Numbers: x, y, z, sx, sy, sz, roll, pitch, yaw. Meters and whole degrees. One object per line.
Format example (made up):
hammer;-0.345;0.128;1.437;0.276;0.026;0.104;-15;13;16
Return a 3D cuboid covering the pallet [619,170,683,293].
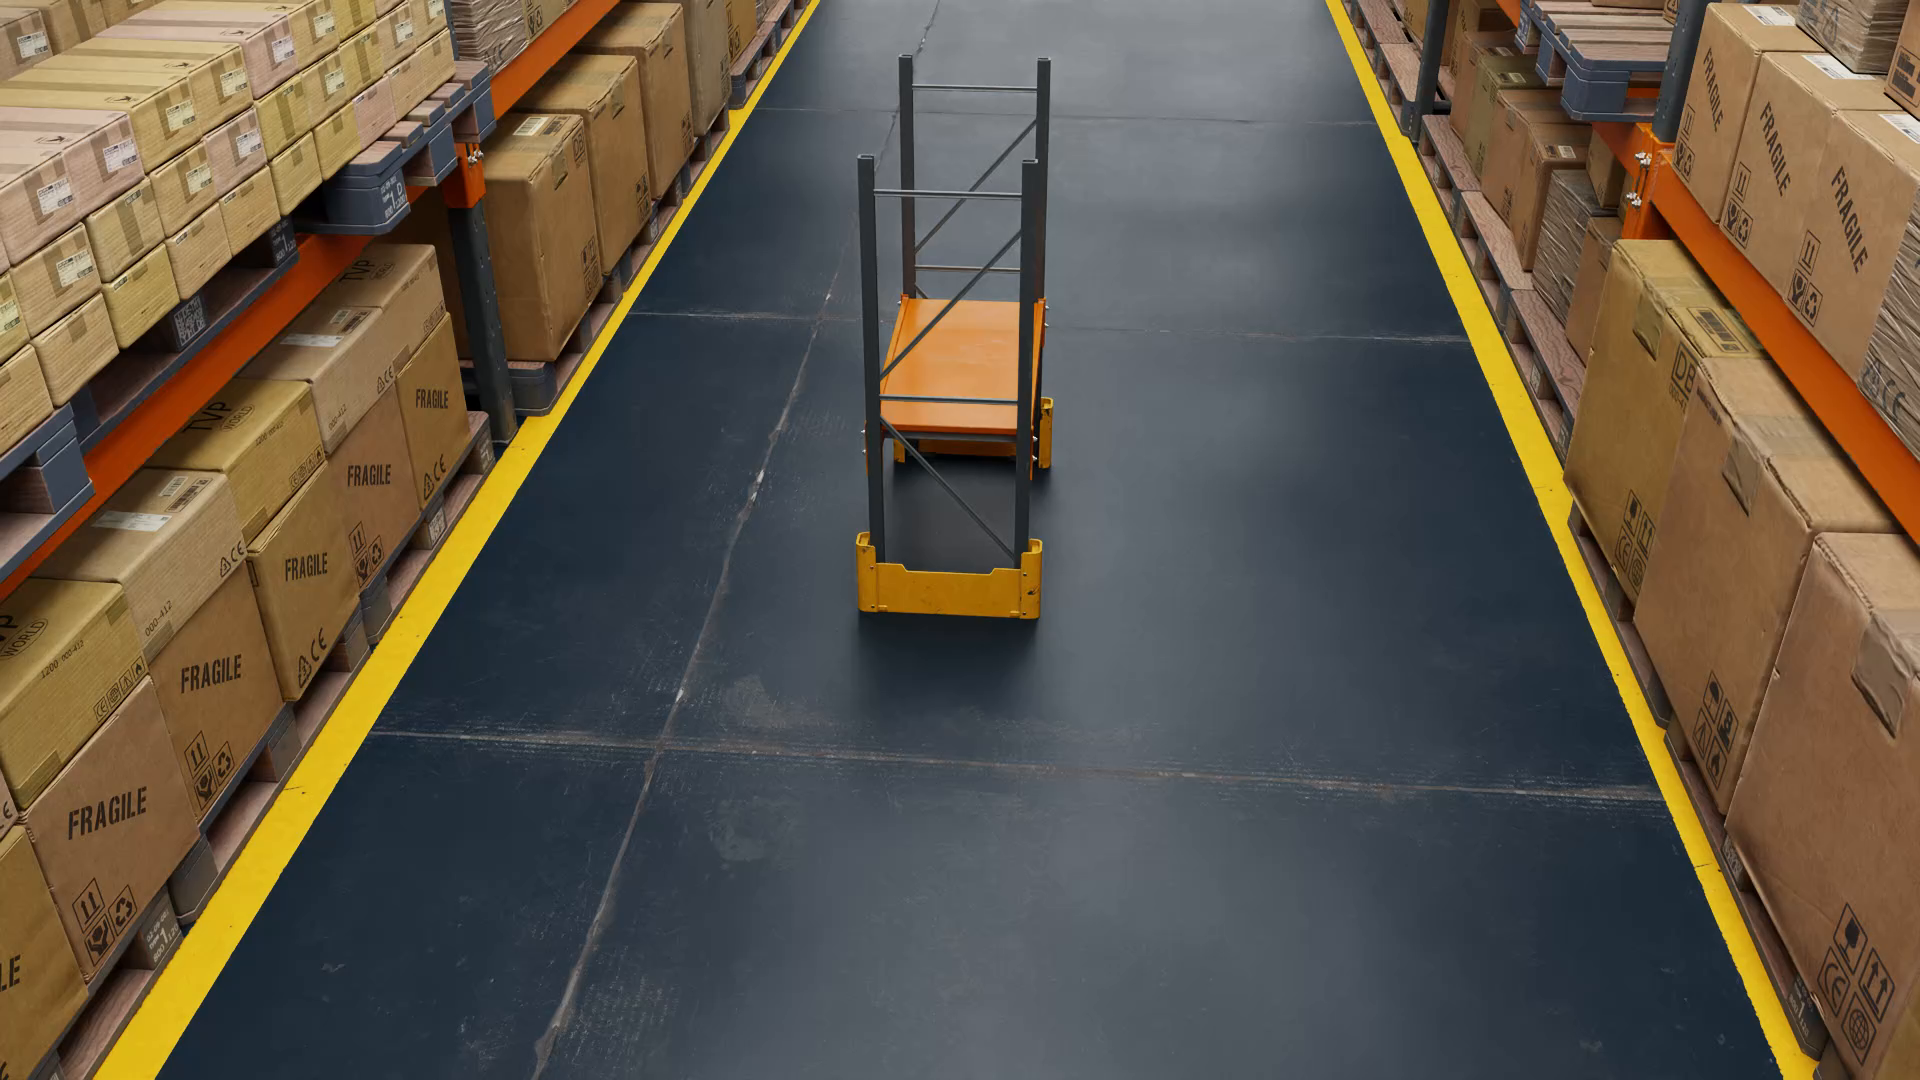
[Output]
pallet;-1.969;-1.544;8.055;1.003;0.211;1.213;2;32;4

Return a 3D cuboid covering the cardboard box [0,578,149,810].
cardboard box;-2.171;0.318;3.643;0.500;0.250;0.500;3;32;5

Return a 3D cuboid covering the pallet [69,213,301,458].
pallet;-2.330;-0.568;3.995;1.003;0.211;1.213;2;32;4

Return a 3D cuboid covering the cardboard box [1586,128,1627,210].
cardboard box;2.783;-1.493;6.563;0.500;0.250;0.500;6;32;10

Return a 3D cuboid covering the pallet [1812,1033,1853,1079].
pallet;2.387;1.450;3.195;1.003;0.211;1.213;2;32;4

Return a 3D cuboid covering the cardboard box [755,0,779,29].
cardboard box;-1.694;-3.850;10.762;0.875;0.875;0.875;3;32;4

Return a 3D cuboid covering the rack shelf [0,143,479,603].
rack shelf;-2.373;-0.334;4.119;1.077;0.370;4.000;2;32;4

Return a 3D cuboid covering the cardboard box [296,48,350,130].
cardboard box;-1.856;-1.199;4.392;0.380;0.149;0.250;3;32;4

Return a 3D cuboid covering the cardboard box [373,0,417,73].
cardboard box;-1.817;-1.467;4.828;0.380;0.149;0.250;4;32;6

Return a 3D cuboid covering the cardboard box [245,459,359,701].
cardboard box;-2.076;0.103;4.706;0.500;0.500;0.500;1;32;2

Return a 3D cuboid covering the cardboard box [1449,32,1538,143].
cardboard box;2.979;-2.316;8.613;0.700;0.500;0.500;0;32;0

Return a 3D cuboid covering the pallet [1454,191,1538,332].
pallet;2.892;-1.279;7.625;1.003;0.211;1.213;2;32;4

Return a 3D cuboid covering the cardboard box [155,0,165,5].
cardboard box;-2.460;-1.637;4.820;0.380;0.149;0.250;2;32;3

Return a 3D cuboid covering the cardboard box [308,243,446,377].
cardboard box;-2.005;-0.751;5.378;0.500;0.250;0.500;2;32;3

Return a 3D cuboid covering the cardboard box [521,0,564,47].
cardboard box;-1.866;-2.218;6.395;0.500;0.500;0.500;2;32;4

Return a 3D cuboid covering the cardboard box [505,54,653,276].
cardboard box;-2.003;-1.679;7.360;1.050;0.750;0.750;3;32;5

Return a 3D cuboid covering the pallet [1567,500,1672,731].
pallet;2.586;0.175;5.266;1.003;0.211;1.213;2;32;4

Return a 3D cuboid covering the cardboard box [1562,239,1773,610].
cardboard box;2.648;-0.336;5.061;1.225;0.875;0.875;1;32;2

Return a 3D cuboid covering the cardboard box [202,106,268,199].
cardboard box;-1.899;-0.932;3.960;0.380;0.149;0.250;3;32;5

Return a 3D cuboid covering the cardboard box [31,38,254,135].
cardboard box;-1.901;-1.059;3.882;0.380;0.149;0.250;4;32;6

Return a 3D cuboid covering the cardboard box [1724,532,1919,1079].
cardboard box;2.504;0.593;3.554;1.225;0.875;0.875;1;32;2

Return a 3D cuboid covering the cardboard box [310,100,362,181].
cardboard box;-1.859;-1.086;4.492;0.380;0.149;0.250;2;32;3

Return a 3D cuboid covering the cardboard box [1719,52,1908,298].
cardboard box;2.375;-0.952;4.340;0.500;0.500;0.500;2;32;3

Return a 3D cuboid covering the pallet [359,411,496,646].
pallet;-2.275;-0.091;5.696;1.003;0.211;1.213;2;32;4

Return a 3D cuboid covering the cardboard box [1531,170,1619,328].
cardboard box;2.792;-1.187;6.779;0.700;0.500;0.500;0;32;0

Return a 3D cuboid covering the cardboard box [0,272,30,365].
cardboard box;-1.985;-0.386;3.073;0.380;0.149;0.250;1;32;2

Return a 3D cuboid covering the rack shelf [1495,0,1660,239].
rack shelf;2.888;-2.161;7.083;1.077;0.370;4.000;2;32;4

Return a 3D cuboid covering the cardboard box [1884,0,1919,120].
cardboard box;2.594;-1.169;3.736;0.797;0.503;0.637;3;32;5

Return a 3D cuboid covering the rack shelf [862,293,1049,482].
rack shelf;0.007;-0.530;5.523;0.538;0.185;1.000;2;32;4

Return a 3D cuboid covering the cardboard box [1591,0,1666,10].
cardboard box;2.675;-2.223;6.003;0.700;0.500;0.500;7;32;11

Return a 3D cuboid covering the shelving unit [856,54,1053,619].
shelving unit;0.006;-0.678;5.421;0.587;1.500;1.083;2;32;4

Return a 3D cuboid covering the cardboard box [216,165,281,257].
cardboard box;-1.902;-0.810;4.045;0.380;0.149;0.250;3;32;5

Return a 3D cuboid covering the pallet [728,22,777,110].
pallet;-1.745;-2.985;10.393;1.003;0.211;1.213;2;32;4

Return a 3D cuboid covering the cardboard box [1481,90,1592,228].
cardboard box;2.877;-1.775;7.734;0.700;0.500;0.500;0;32;0

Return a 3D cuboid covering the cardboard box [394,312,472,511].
cardboard box;-2.003;-0.446;5.596;0.500;0.500;0.500;2;32;4

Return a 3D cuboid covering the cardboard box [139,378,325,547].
cardboard box;-2.092;-0.222;4.518;0.500;0.250;0.500;3;32;5

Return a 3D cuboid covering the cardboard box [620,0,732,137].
cardboard box;-1.845;-2.670;8.968;1.050;0.750;0.750;2;32;4

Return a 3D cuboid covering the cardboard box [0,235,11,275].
cardboard box;-1.982;-0.517;3.001;0.380;0.149;0.250;2;32;3

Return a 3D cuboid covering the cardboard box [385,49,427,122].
cardboard box;-1.814;-1.351;4.922;0.380;0.149;0.250;2;32;4

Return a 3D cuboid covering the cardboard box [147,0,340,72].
cardboard box;-1.855;-1.328;4.317;0.380;0.149;0.250;3;32;5

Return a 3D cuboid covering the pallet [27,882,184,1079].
pallet;-2.474;1.185;3.625;1.003;0.211;1.213;2;32;4

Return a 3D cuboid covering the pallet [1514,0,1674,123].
pallet;2.677;-1.717;5.860;1.213;0.211;1.003;2;32;4

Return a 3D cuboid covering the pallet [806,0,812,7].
pallet;-1.546;-4.261;12.463;1.003;0.211;1.213;2;32;4

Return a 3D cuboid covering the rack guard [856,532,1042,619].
rack guard;-0.034;0.114;5.327;0.587;0.250;0.087;2;32;4

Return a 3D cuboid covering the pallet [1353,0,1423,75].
pallet;3.167;-3.318;10.934;1.003;0.211;1.213;2;32;4

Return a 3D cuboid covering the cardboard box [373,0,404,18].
cardboard box;-1.816;-1.604;4.766;0.380;0.149;0.250;2;32;3

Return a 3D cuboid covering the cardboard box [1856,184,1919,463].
cardboard box;2.294;-0.422;3.481;0.500;0.500;0.500;3;32;4

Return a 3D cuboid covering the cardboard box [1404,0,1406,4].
cardboard box;3.225;-3.753;10.963;0.500;0.500;0.500;5;32;9

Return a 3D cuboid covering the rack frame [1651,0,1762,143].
rack frame;2.725;-1.422;5.198;1.000;3.000;0.127;2;32;4

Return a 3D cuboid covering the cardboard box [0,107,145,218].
cardboard box;-1.941;-0.782;3.432;0.380;0.149;0.250;4;32;6

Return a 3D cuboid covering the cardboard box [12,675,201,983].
cardboard box;-2.170;0.639;3.836;0.500;0.500;0.500;4;32;6

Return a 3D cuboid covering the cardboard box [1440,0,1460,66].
cardboard box;3.162;-3.135;9.960;0.500;0.500;0.500;13;34;19

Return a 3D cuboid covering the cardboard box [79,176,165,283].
cardboard box;-1.943;-0.666;3.527;0.380;0.149;0.250;2;32;3

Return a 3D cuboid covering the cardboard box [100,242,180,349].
cardboard box;-1.944;-0.536;3.600;0.380;0.149;0.250;2;32;3

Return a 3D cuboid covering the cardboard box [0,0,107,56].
cardboard box;-2.507;-1.371;4.387;0.380;0.149;0.250;1;32;2

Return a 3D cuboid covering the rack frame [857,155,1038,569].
rack frame;-0.034;-0.417;4.998;0.500;1.500;0.032;2;32;4

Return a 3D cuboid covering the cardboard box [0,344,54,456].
cardboard box;-1.983;-0.260;3.152;0.380;0.149;0.250;3;32;4
